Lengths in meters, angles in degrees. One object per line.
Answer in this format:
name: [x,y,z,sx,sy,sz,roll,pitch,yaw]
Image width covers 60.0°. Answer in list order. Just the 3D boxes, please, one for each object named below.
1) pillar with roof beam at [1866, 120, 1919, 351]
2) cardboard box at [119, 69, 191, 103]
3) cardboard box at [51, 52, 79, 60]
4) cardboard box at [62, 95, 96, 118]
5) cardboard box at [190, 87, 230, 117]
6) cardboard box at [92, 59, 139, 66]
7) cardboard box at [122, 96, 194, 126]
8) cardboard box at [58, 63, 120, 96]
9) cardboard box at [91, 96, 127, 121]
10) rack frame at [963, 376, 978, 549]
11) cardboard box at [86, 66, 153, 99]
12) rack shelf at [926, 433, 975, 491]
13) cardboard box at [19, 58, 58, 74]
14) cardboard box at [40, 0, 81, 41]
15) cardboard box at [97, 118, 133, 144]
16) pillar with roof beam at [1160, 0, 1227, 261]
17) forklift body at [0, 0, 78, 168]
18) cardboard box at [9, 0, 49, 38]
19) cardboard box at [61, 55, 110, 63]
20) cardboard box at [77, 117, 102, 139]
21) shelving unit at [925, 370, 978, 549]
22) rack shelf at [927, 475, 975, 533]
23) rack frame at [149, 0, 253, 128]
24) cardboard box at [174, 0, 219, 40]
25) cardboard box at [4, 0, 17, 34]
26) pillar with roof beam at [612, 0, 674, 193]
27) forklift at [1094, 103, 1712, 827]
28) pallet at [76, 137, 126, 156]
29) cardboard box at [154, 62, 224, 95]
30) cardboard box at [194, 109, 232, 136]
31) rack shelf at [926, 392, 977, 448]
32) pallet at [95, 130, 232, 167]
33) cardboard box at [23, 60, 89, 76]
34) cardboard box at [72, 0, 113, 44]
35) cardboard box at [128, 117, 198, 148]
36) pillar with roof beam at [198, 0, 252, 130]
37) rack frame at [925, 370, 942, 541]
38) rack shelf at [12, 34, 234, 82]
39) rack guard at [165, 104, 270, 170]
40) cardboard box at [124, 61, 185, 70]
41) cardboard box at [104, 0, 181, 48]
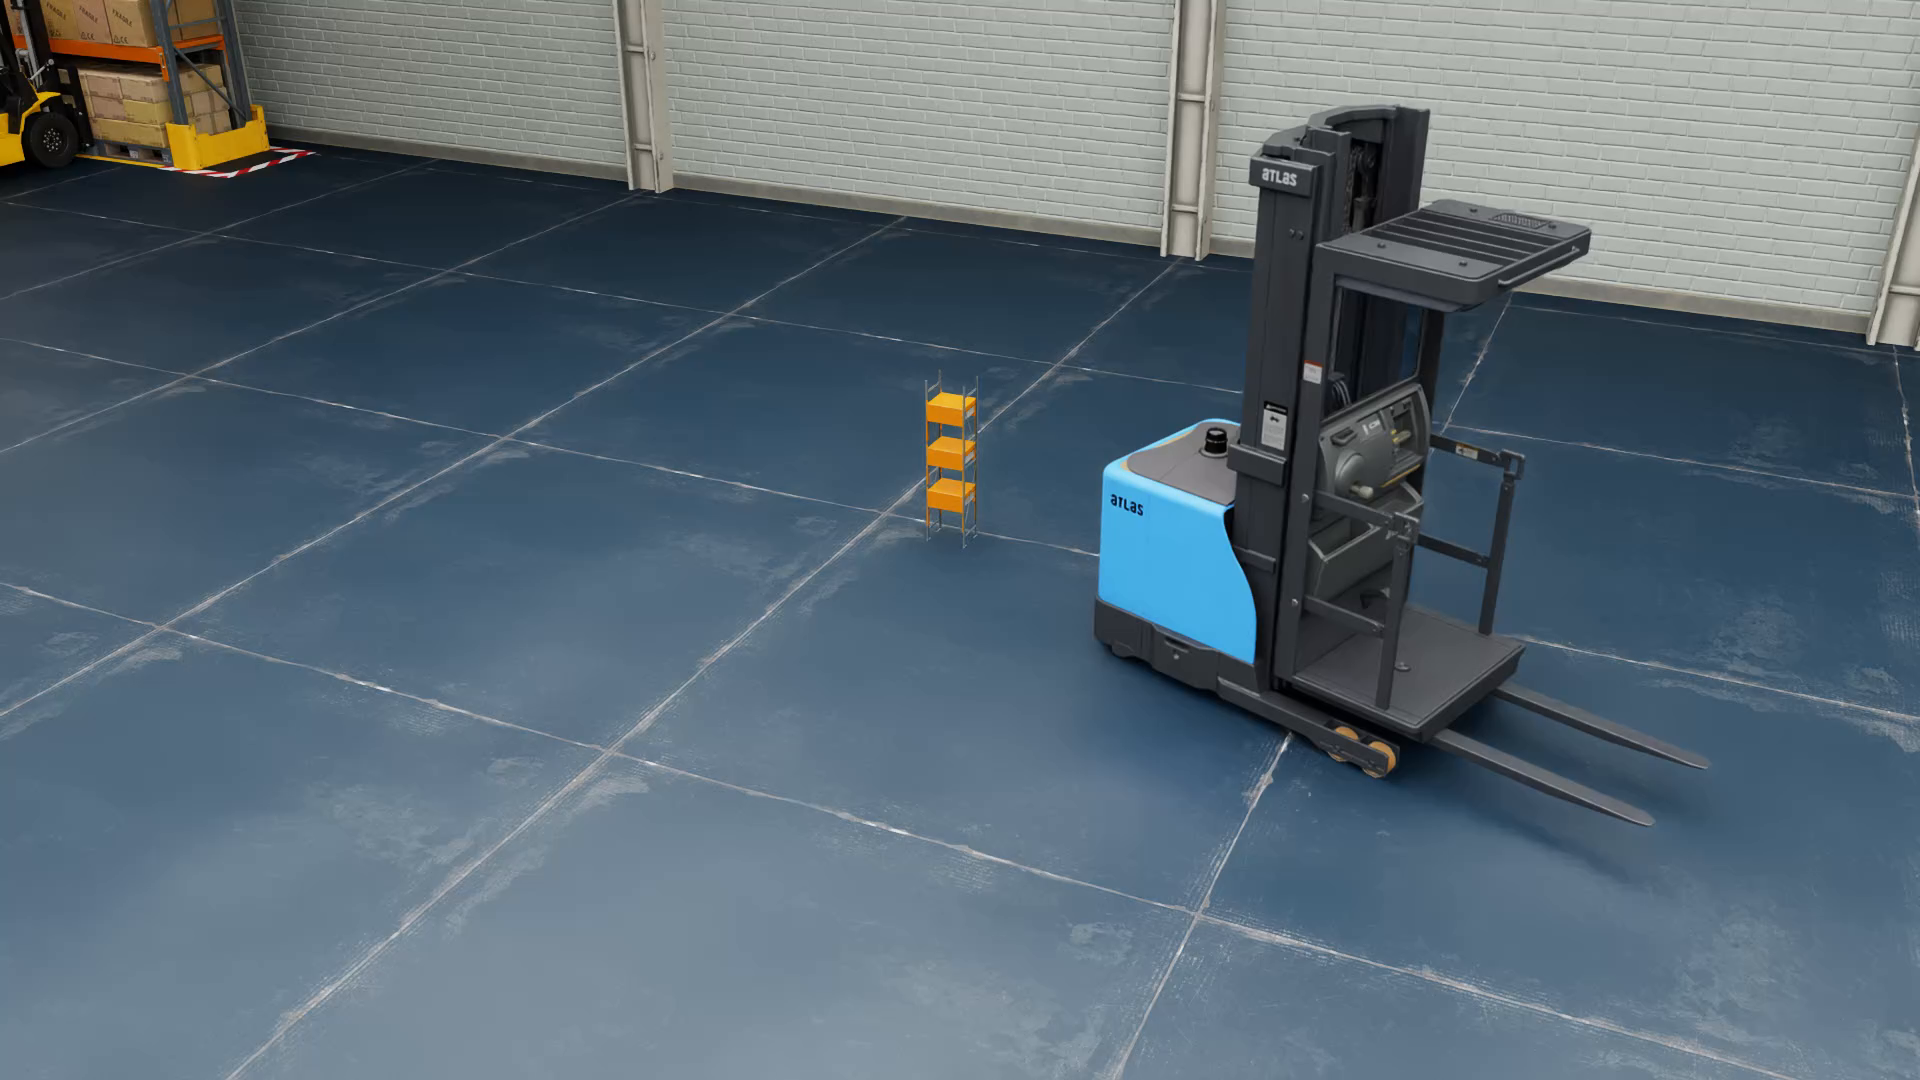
pillar with roof beam: [5.811,-3.919,8.022,0.400,9.000,9.100,11,28,22]
cardboard box: [-9.080,-5.122,18.763,0.500,0.250,0.500,12,29,24]
cardboard box: [-10.722,-5.698,19.932,0.500,0.250,0.500,12,28,22]
cardboard box: [-10.035,-5.084,19.252,0.500,0.250,0.500,11,28,21]
cardboard box: [-8.874,-5.108,19.301,0.500,0.250,0.500,12,29,23]
cardboard box: [-9.798,-5.513,19.556,0.500,0.250,0.500,11,28,21]
cardboard box: [-9.104,-4.902,18.882,0.500,0.250,0.500,11,28,21]
cardboard box: [-10.010,-5.301,19.127,0.500,0.250,0.500,12,29,22]
cardboard box: [-9.556,-4.998,19.077,0.500,0.250,0.500,11,28,21]
rack frame: [0.062,-0.458,9.993,0.008,1.050,0.200,11,28,22]
cardboard box: [-9.547,-5.213,18.947,0.500,0.250,0.500,12,29,23]
rack shelf: [-0.049,-0.471,10.043,0.240,0.259,0.215,11,28,22]
cardboard box: [-10.943,-5.496,19.522,0.500,0.250,0.500,12,29,24]
cardboard box: [-10.023,-5.981,18.889,0.500,0.500,0.500,11,28,21]
cardboard box: [-9.539,-4.768,19.176,0.500,0.250,0.500,11,28,22]
pillar with roof beam: [0.349,-5.016,10.250,0.400,9.000,9.100,11,28,22]
forklift body: [-11.013,-4.992,17.954,1.214,2.155,2.313,11,28,22]
cardboard box: [-10.485,-6.069,19.067,0.500,0.500,0.500,12,28,22]
cardboard box: [-10.261,-5.609,19.752,0.500,0.250,0.500,11,28,21]
cardboard box: [-9.990,-4.863,19.369,0.500,0.250,0.500,12,29,22]
shelving unit: [-0.049,-0.481,10.038,0.252,1.050,0.215,11,28,22]
rack shelf: [-0.049,-0.222,10.165,0.240,0.259,0.215,11,28,22]
rack frame: [-8.531,-5.760,18.553,0.127,3.000,1.000,11,28,22]
cardboard box: [-8.867,-6.007,18.941,0.500,0.500,0.500,12,29,23]
cardboard box: [-10.934,-6.169,19.271,0.500,0.500,0.500,11,28,21]
pillar with roof beam: [-5.112,-6.113,12.478,0.400,9.000,9.100,11,28,22]
forklift: [2.138,-0.440,7.826,3.031,2.935,1.130,23,34,38]
pallet: [-10.352,-4.855,19.873,1.213,0.211,1.003,11,28,22]
cardboard box: [-8.891,-5.327,19.179,0.500,0.250,0.500,11,28,21]
cardboard box: [-8.898,-4.883,19.409,0.500,0.250,0.500,11,28,22]
rack shelf: [-0.049,-0.726,9.917,0.240,0.259,0.215,11,28,22]
pallet: [-9.245,-4.632,19.418,1.213,0.211,1.003,11,28,22]
cardboard box: [-10.469,-5.397,19.321,0.500,0.250,0.500,11,28,21]
cardboard box: [-9.557,-5.887,18.699,0.500,0.500,0.500,12,29,23]
cardboard box: [-9.090,-4.673,18.984,0.500,0.250,0.500,12,28,22]
pillar with roof beam: [-10.574,-7.210,14.706,0.400,9.000,9.100,11,28,22]
rack frame: [-0.160,-0.503,10.083,0.008,1.050,0.200,11,28,22]
rack shelf: [-10.352,-5.803,19.454,4.000,0.370,1.077,11,28,22]
rack guard: [-8.510,-4.634,19.096,0.348,0.500,1.175,11,28,22]
cardboard box: [-9.347,-5.417,19.362,0.500,0.250,0.500,11,28,22]
cardboard box: [-9.088,-5.789,18.499,0.500,0.500,0.500,11,28,21]
